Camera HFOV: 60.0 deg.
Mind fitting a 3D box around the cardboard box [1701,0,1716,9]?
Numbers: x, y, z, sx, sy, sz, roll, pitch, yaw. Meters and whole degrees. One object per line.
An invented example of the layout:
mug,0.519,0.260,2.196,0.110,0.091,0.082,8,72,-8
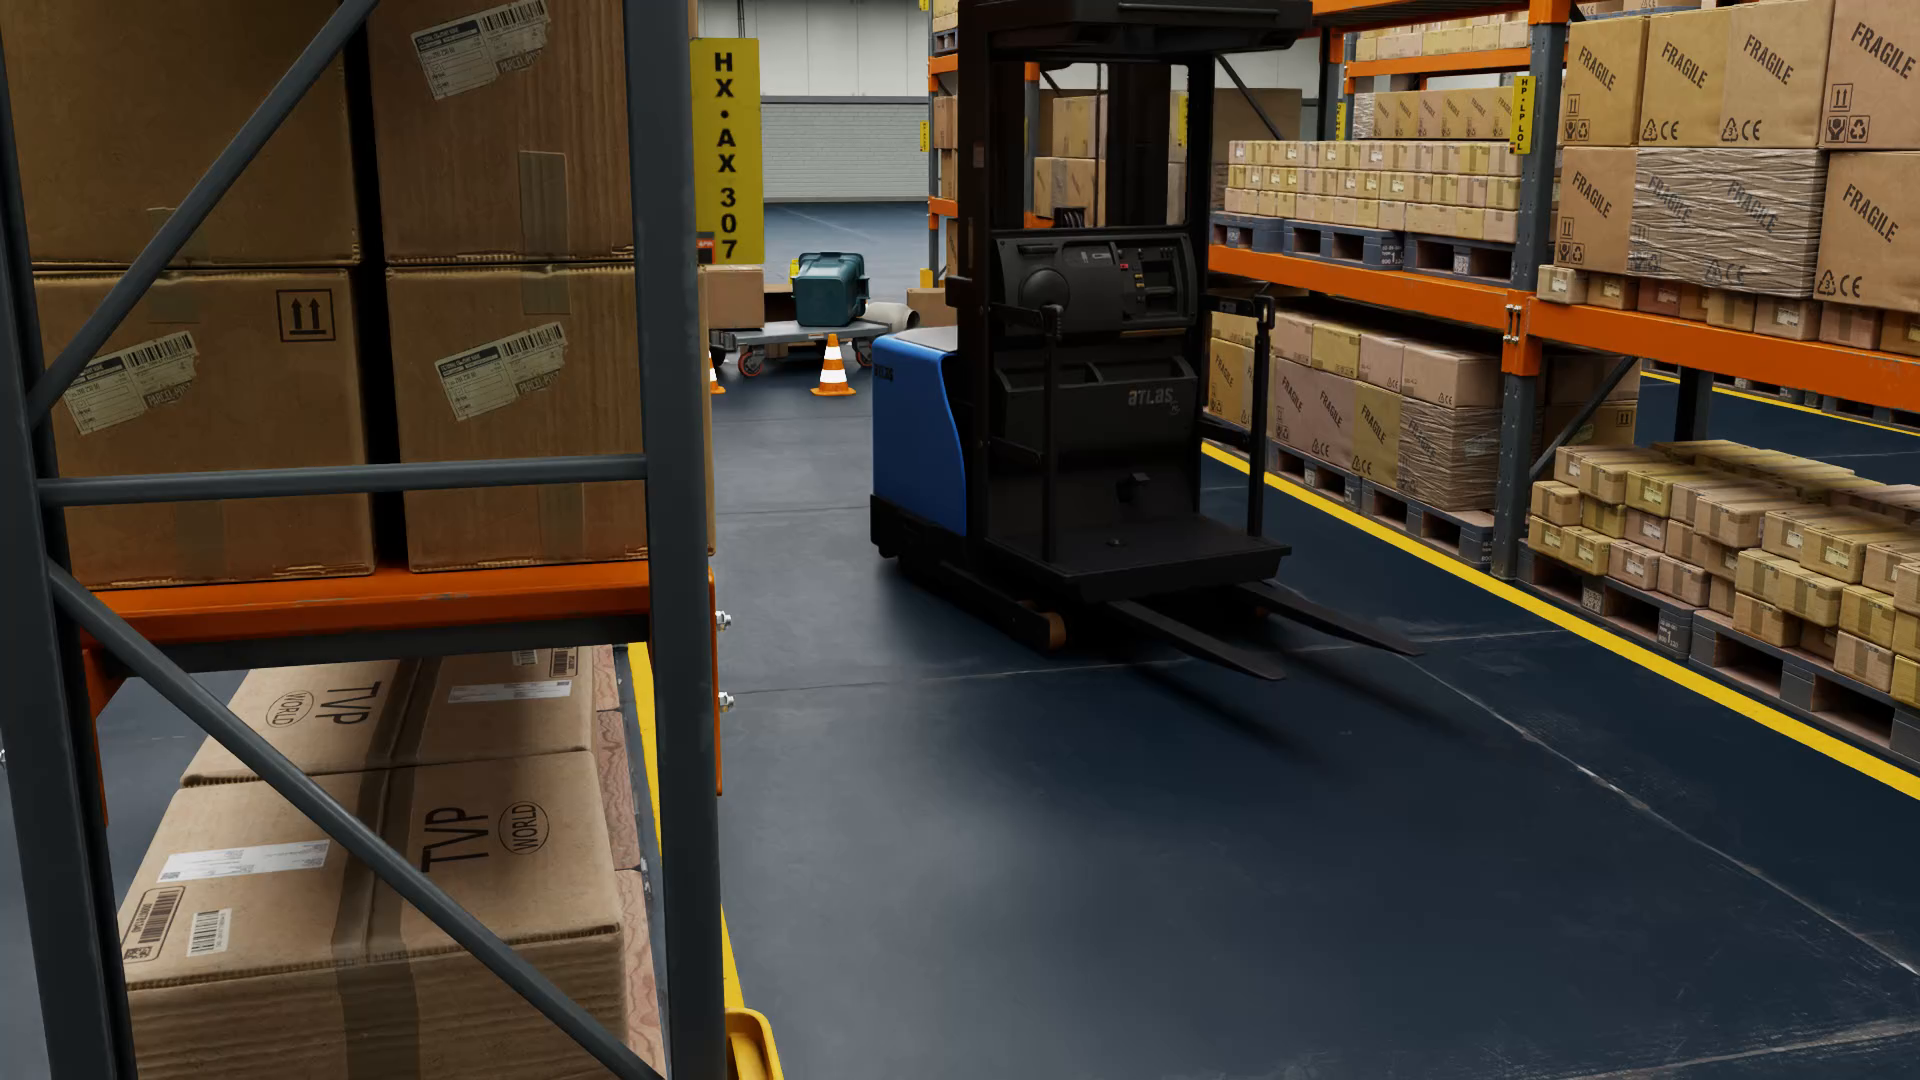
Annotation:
cardboard box,6.276,-4.190,13.252,0.500,0.250,0.500,-3,14,-12

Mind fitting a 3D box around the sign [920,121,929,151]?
sign,-0.394,-4.502,18.542,0.100,0.325,0.005,-3,14,-13

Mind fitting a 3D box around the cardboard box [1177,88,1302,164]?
cardboard box,1.930,-2.865,11.517,0.700,0.500,0.500,-3,14,-13

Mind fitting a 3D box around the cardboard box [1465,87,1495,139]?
cardboard box,5.440,-4.285,16.703,0.500,0.500,0.500,-3,14,-13

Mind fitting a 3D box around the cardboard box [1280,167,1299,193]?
cardboard box,2.135,-2.149,9.919,0.380,0.149,0.250,-3,14,-13

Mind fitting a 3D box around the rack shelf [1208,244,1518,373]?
rack shelf,2.496,-1.416,9.418,1.077,0.370,4.000,-3,14,-13

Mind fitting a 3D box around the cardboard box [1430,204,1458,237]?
cardboard box,2.561,-1.584,8.235,0.380,0.149,0.250,-3,14,-13

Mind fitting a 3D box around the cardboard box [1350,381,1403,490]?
cardboard box,2.427,-0.569,8.817,0.500,0.500,0.500,-4,14,-15

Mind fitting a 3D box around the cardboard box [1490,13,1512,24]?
cardboard box,5.457,-5.159,16.380,0.380,0.149,0.250,-4,14,-16

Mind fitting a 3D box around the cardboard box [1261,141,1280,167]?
cardboard box,2.065,-2.362,10.164,0.380,0.149,0.250,-3,14,-13

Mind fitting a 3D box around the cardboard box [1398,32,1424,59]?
cardboard box,5.094,-5.351,18.005,0.500,0.250,0.500,-3,14,-13

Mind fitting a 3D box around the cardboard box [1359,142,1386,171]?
cardboard box,2.376,-2.057,8.919,0.380,0.149,0.250,-4,14,-16

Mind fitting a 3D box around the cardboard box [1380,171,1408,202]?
cardboard box,2.433,-1.852,8.706,0.380,0.149,0.250,-4,14,-16

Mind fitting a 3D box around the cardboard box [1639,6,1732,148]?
cardboard box,2.971,-1.746,6.311,0.500,0.500,0.500,-4,14,-15

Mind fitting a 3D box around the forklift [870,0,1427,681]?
forklift,0.674,-1.095,6.735,1.130,2.935,3.031,-7,15,-26

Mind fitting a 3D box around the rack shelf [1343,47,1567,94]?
rack shelf,5.462,-4.972,17.652,1.077,0.370,4.000,-3,14,-13

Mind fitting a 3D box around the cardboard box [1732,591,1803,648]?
cardboard box,3.083,0.276,6.100,0.380,0.149,0.250,-4,14,-15

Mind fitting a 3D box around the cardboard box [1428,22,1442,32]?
cardboard box,5.208,-5.470,17.652,0.380,0.149,0.250,-3,14,-14

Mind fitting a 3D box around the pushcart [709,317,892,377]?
pushcart,-1.497,-1.715,14.652,1.648,0.377,0.936,-9,16,-33

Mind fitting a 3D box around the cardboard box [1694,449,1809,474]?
cardboard box,3.401,-0.288,7.153,0.380,0.149,0.250,-3,14,-12

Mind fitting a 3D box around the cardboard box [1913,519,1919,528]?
cardboard box,3.632,0.016,5.911,0.380,0.149,0.250,-3,14,-13

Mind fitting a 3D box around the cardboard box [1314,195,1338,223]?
cardboard box,2.248,-1.889,9.481,0.380,0.149,0.250,-3,14,-12

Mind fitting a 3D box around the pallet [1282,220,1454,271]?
pallet,2.531,-1.679,9.384,1.003,0.211,1.213,-3,14,-13

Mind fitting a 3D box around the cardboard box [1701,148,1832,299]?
cardboard box,3.043,-1.137,5.923,0.500,0.500,0.500,-4,14,-14

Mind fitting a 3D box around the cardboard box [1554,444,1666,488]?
cardboard box,2.845,-0.321,7.290,0.380,0.149,0.250,-3,14,-11

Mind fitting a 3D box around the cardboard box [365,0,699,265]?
cardboard box,-0.719,-0.743,2.830,0.500,0.500,0.500,-4,14,-14

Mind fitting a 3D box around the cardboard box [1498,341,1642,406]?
cardboard box,3.049,-0.843,8.360,0.500,0.250,0.500,-4,14,-16

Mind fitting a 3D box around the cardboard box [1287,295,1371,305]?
cardboard box,2.441,-1.438,10.793,0.500,0.250,0.500,-4,14,-15

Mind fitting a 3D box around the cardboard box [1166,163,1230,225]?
cardboard box,1.659,-2.364,11.574,0.500,0.500,0.500,-3,14,-13

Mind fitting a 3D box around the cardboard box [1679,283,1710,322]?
cardboard box,3.018,-0.921,6.407,0.380,0.149,0.250,-4,14,-16

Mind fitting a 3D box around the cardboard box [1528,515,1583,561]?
cardboard box,2.739,-0.021,7.316,0.380,0.149,0.250,-4,14,-16

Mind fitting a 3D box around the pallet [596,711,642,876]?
pallet,-1.430,0.812,4.660,1.003,0.211,1.213,-3,14,-13

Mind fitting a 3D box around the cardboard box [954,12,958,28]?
cardboard box,0.153,-5.330,17.037,0.380,0.149,0.250,-3,14,-13

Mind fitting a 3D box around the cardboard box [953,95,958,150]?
cardboard box,0.415,-4.323,17.212,0.875,0.550,0.550,-3,14,-13

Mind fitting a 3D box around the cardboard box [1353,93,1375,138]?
cardboard box,4.856,-4.862,19.064,0.500,0.500,0.500,-3,14,-13

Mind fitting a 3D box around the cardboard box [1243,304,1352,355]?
cardboard box,2.072,-1.291,10.194,0.500,0.250,0.500,-3,14,-14

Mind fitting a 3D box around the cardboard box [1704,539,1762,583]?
cardboard box,3.081,0.069,6.321,0.380,0.149,0.250,-3,14,-11

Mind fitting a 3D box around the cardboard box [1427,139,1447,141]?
cardboard box,5.510,-4.048,17.837,0.875,0.500,0.500,-3,14,-13

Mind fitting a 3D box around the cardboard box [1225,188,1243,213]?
cardboard box,1.935,-2.194,10.733,0.380,0.149,0.250,-3,14,-14

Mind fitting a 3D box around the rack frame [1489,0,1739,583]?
rack frame,2.965,-1.304,7.444,1.000,3.000,0.127,-3,14,-13

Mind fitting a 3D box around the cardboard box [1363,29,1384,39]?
cardboard box,4.799,-5.762,18.846,0.380,0.149,0.250,-3,14,-12

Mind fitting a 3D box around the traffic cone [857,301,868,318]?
traffic cone,-1.109,-2.638,18.251,0.336,0.463,0.334,-3,14,-13

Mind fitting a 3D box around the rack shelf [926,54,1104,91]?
rack shelf,0.617,-4.719,16.616,1.077,0.370,4.000,-3,14,-13

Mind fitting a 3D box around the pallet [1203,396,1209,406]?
pallet,1.914,-1.058,12.314,1.003,0.211,1.213,-3,14,-13

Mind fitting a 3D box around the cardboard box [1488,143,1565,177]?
cardboard box,2.681,-1.757,7.688,0.380,0.149,0.250,-3,14,-11

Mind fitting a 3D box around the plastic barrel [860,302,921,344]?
plastic barrel,-0.671,-2.074,16.025,0.512,0.421,0.421,7,15,26

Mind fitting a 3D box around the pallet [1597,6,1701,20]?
pallet,6.219,-4.381,14.115,1.213,0.211,1.003,-3,14,-13

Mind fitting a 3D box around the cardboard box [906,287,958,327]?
cardboard box,-0.276,-2.237,16.526,0.500,0.500,0.500,-1,14,-3

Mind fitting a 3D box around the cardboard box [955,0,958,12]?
cardboard box,0.251,-5.495,16.871,0.500,0.250,0.500,-3,14,-14

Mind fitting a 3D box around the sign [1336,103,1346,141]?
sign,2.551,-2.783,11.226,0.100,0.325,0.005,-3,14,-13

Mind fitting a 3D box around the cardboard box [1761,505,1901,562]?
cardboard box,3.167,-0.018,6.050,0.380,0.149,0.250,-4,14,-16
